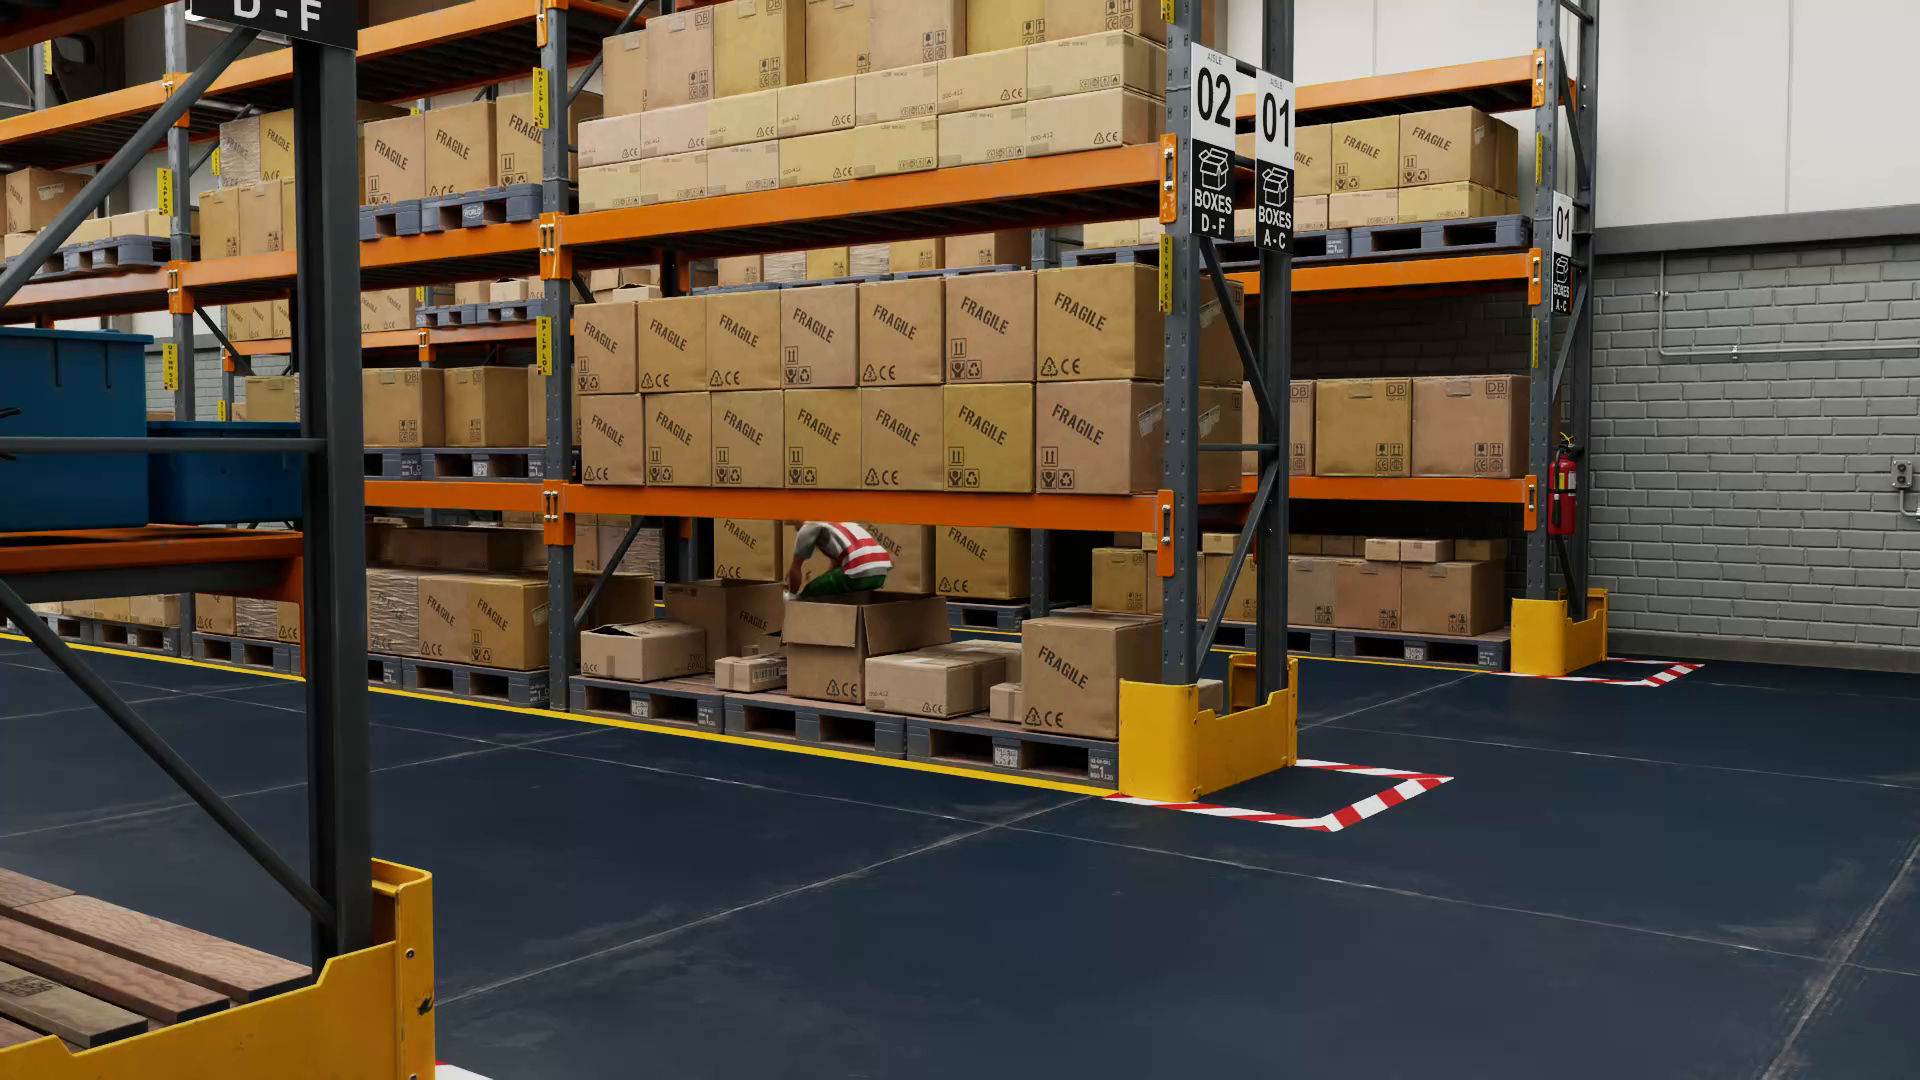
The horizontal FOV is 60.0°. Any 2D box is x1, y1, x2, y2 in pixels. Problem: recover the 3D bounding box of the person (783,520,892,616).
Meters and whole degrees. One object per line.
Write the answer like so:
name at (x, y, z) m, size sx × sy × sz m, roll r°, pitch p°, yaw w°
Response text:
person at (-0.930, 0.257, 12.223) m, size 0.850 × 1.158 × 0.582 m, roll 2°, pitch 4°, yaw 36°
